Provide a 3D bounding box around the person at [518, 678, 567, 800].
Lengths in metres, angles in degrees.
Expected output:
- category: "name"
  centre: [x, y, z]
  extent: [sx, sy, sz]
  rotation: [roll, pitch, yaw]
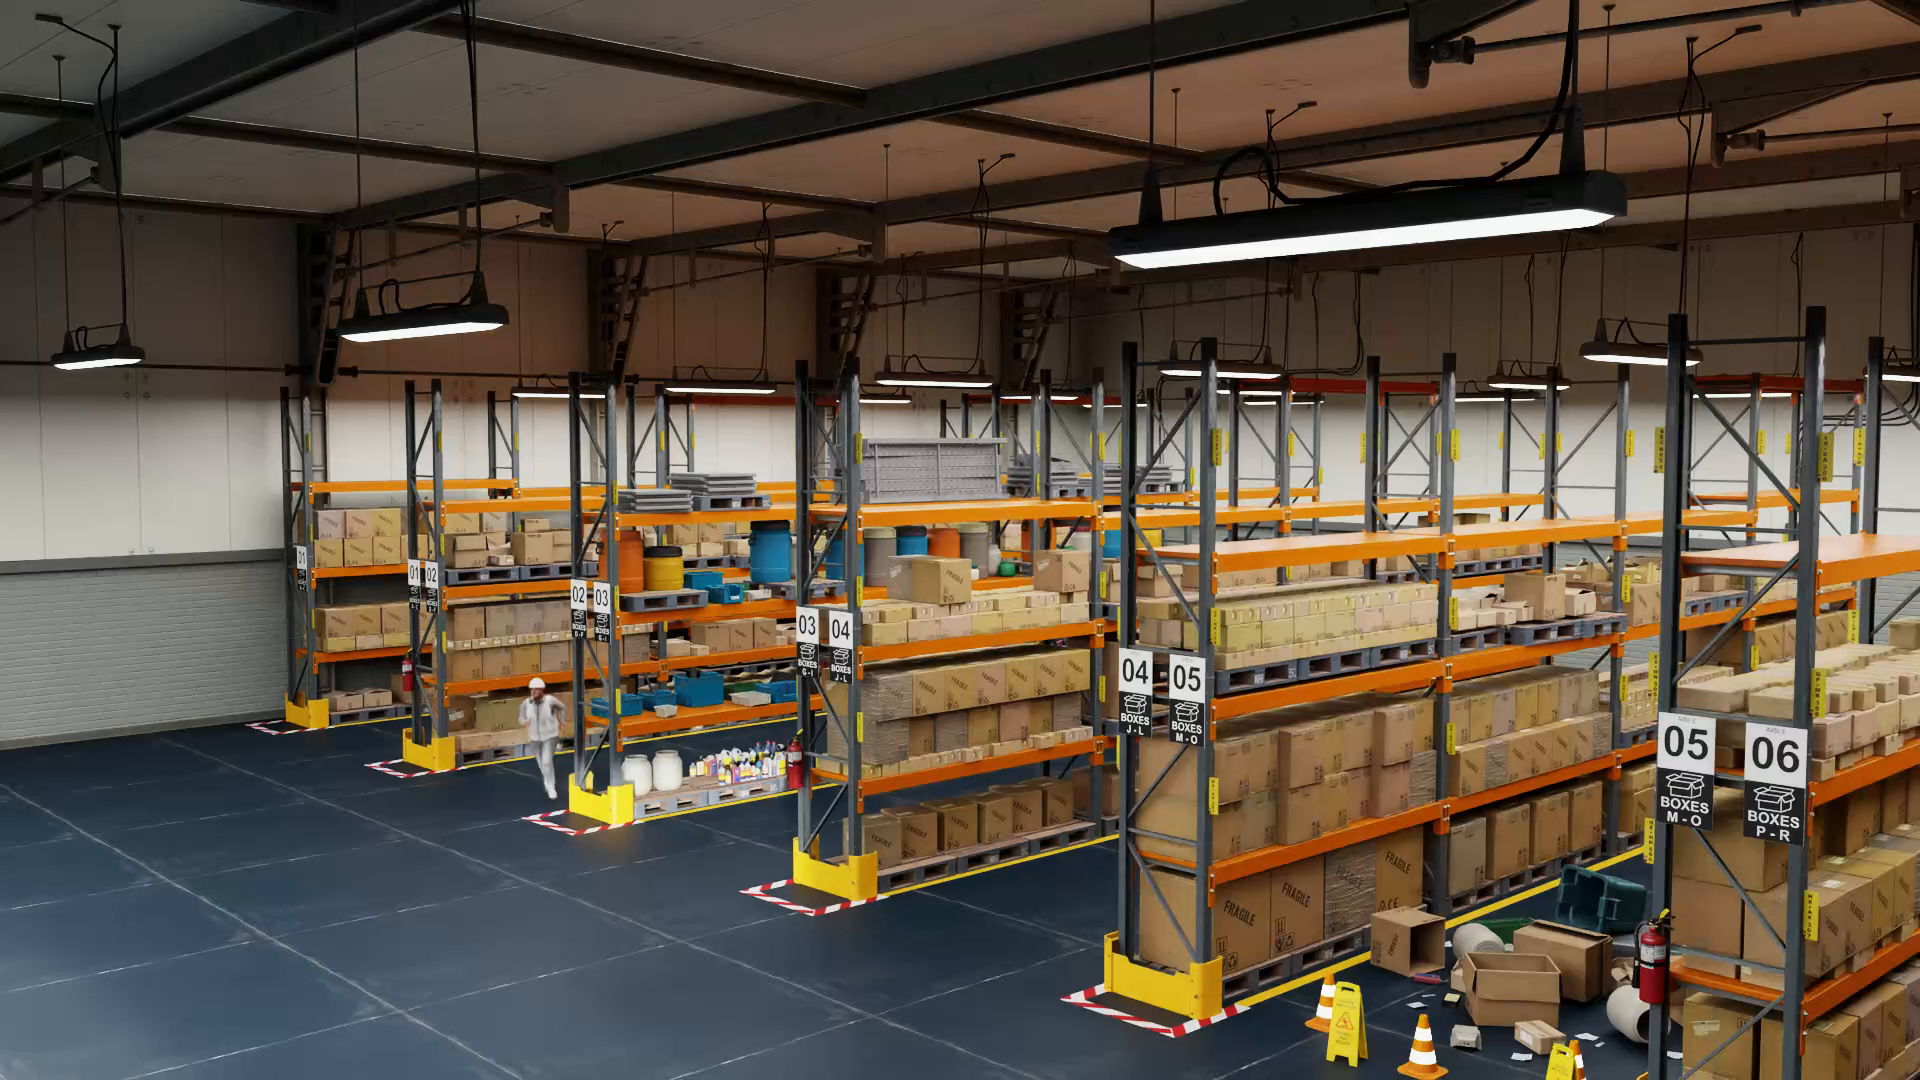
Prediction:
- category: "person"
  centre: [-5.919, 2.793, 23.590]
  extent: [0.594, 1.727, 0.952]
  rotation: [1, 4, 8]
